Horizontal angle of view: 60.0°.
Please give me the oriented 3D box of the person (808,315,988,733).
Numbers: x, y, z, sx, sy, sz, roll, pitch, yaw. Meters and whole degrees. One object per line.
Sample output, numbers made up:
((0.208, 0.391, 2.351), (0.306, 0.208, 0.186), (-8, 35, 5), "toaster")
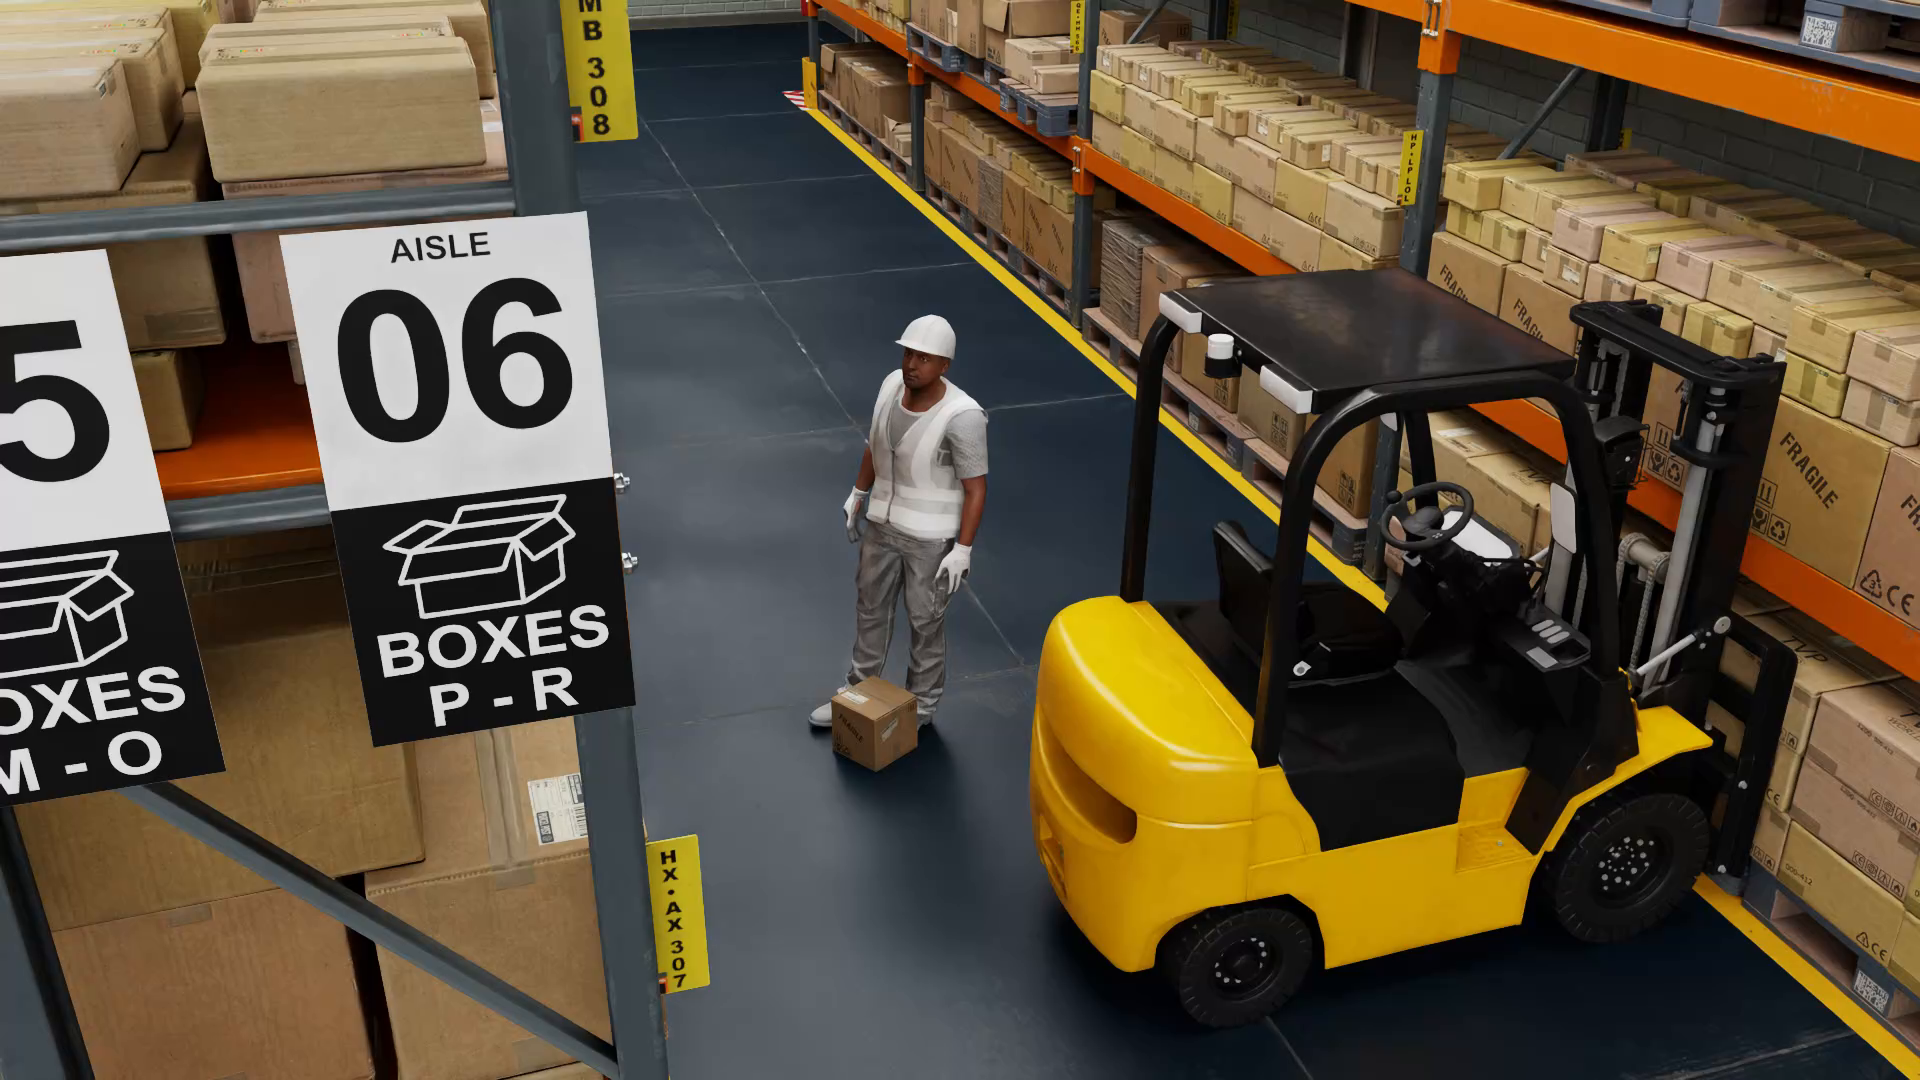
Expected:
((-0.237, -0.021, 6.612), (0.656, 1.781, 0.577), (22, 34, 38), "person")
